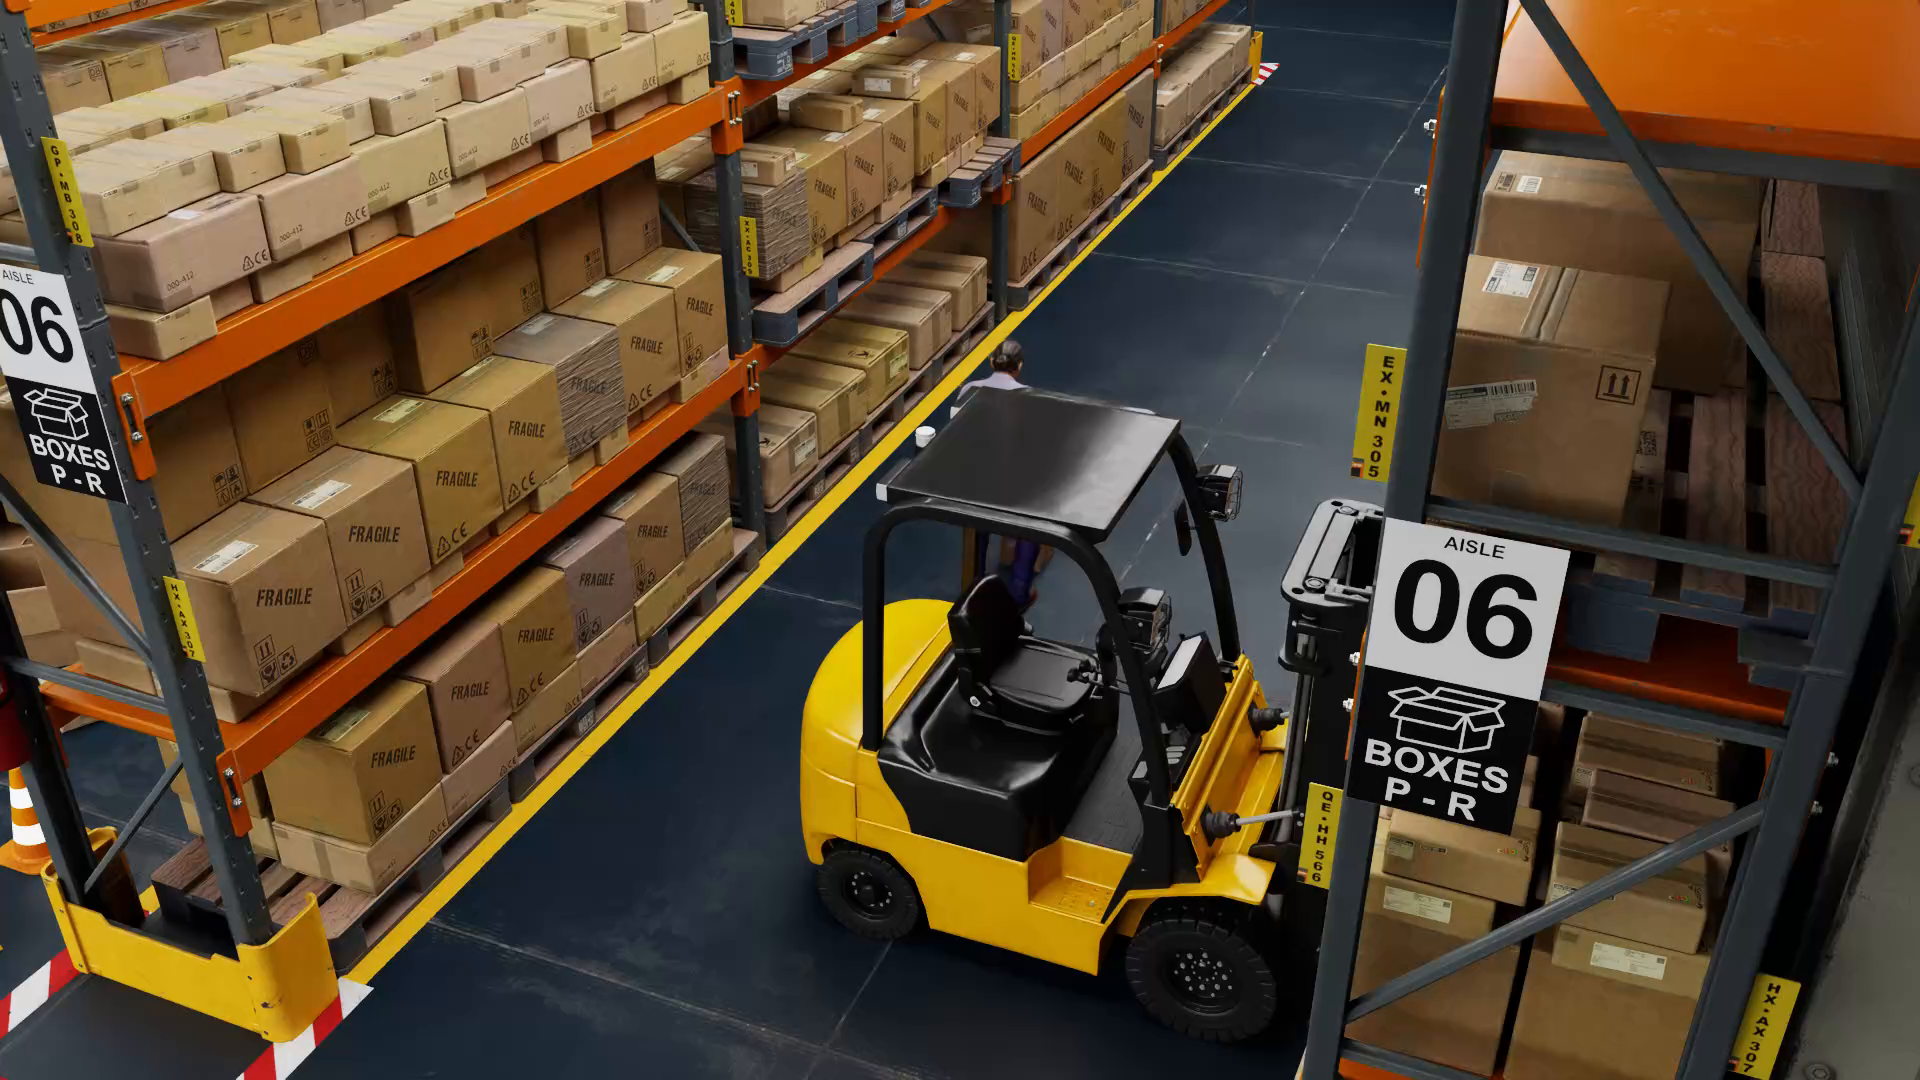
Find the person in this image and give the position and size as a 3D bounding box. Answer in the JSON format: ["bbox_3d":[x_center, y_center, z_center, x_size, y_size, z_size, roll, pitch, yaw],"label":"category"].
[{"bbox_3d":[0.197,-0.328,9.130,0.522,1.511,0.529,12,32,20],"label":"person"}]
